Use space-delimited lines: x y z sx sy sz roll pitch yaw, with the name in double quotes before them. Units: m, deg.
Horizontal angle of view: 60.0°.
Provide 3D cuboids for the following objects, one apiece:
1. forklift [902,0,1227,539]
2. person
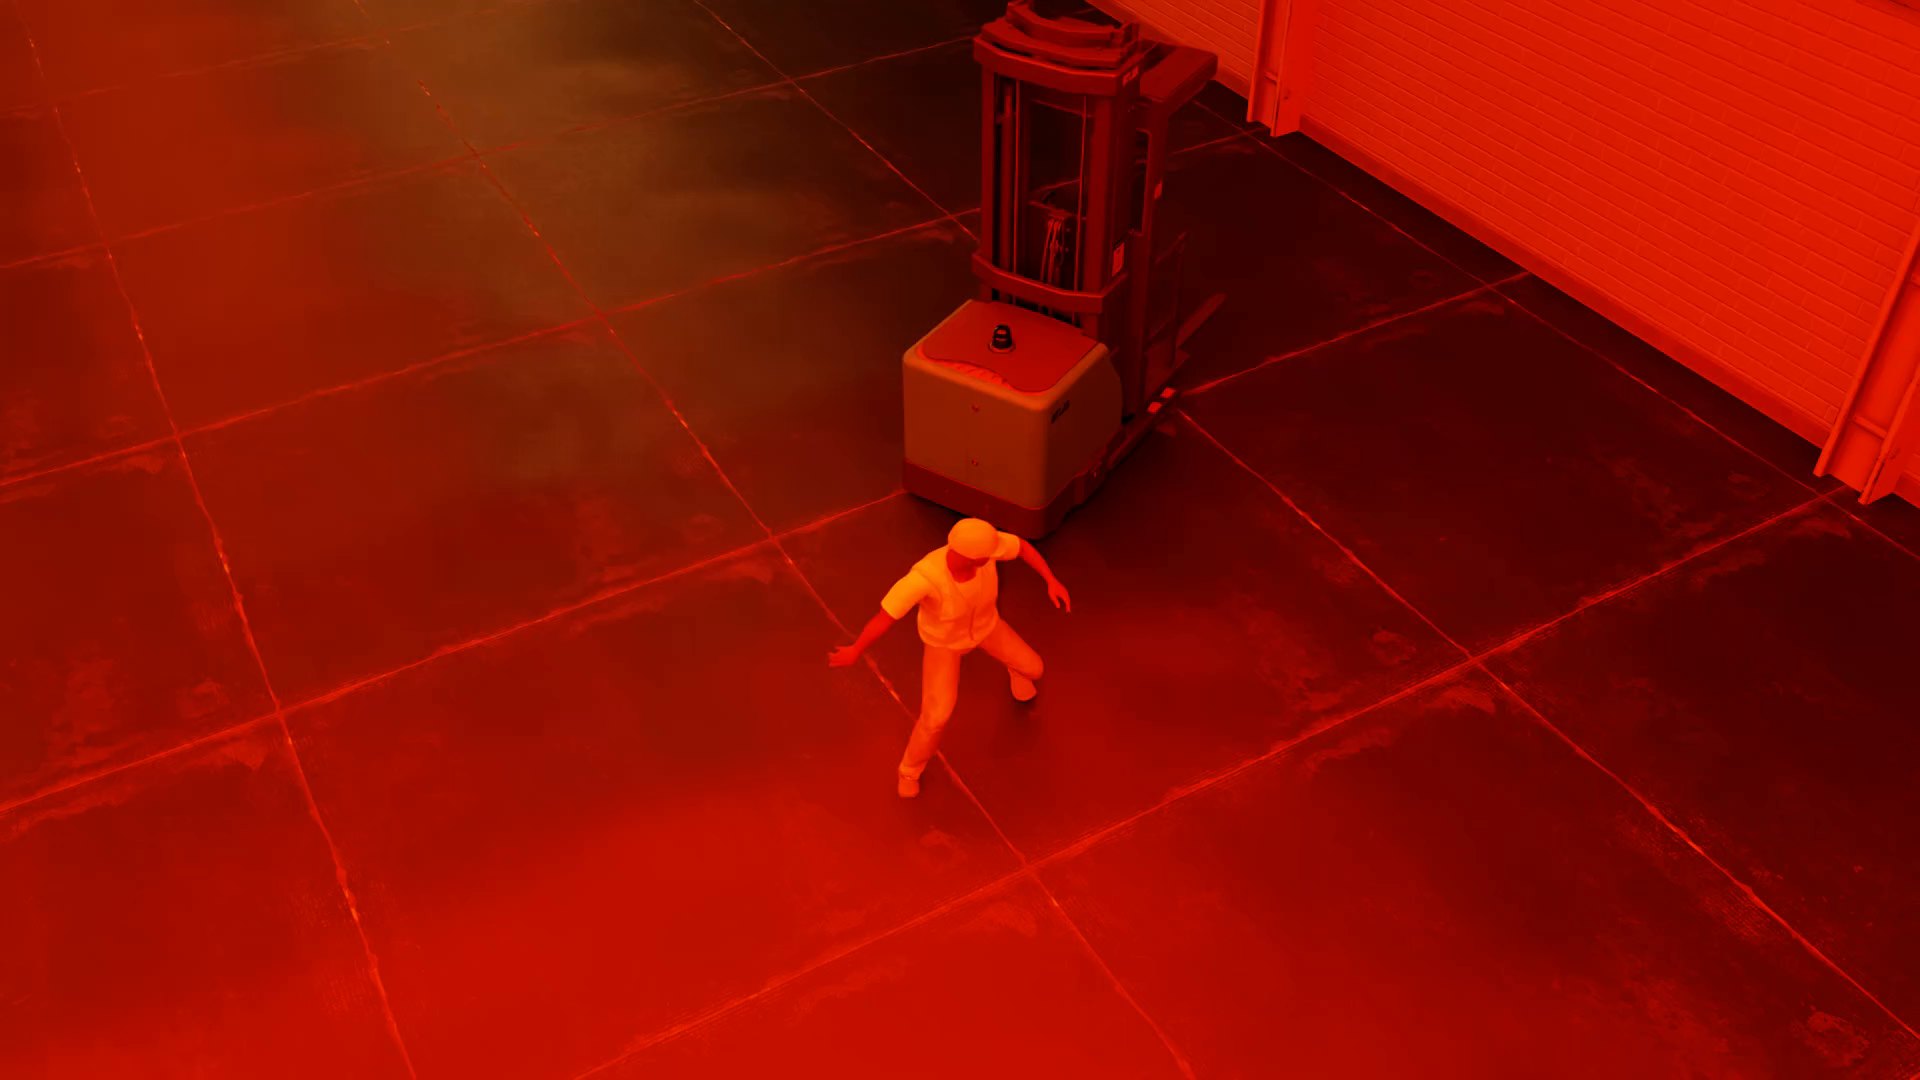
"forklift" 0.852 -2.045 10.501 1.130 2.935 3.031 22 45 24
"person" -0.039 0.521 8.507 1.224 1.675 0.556 -20 44 -23
